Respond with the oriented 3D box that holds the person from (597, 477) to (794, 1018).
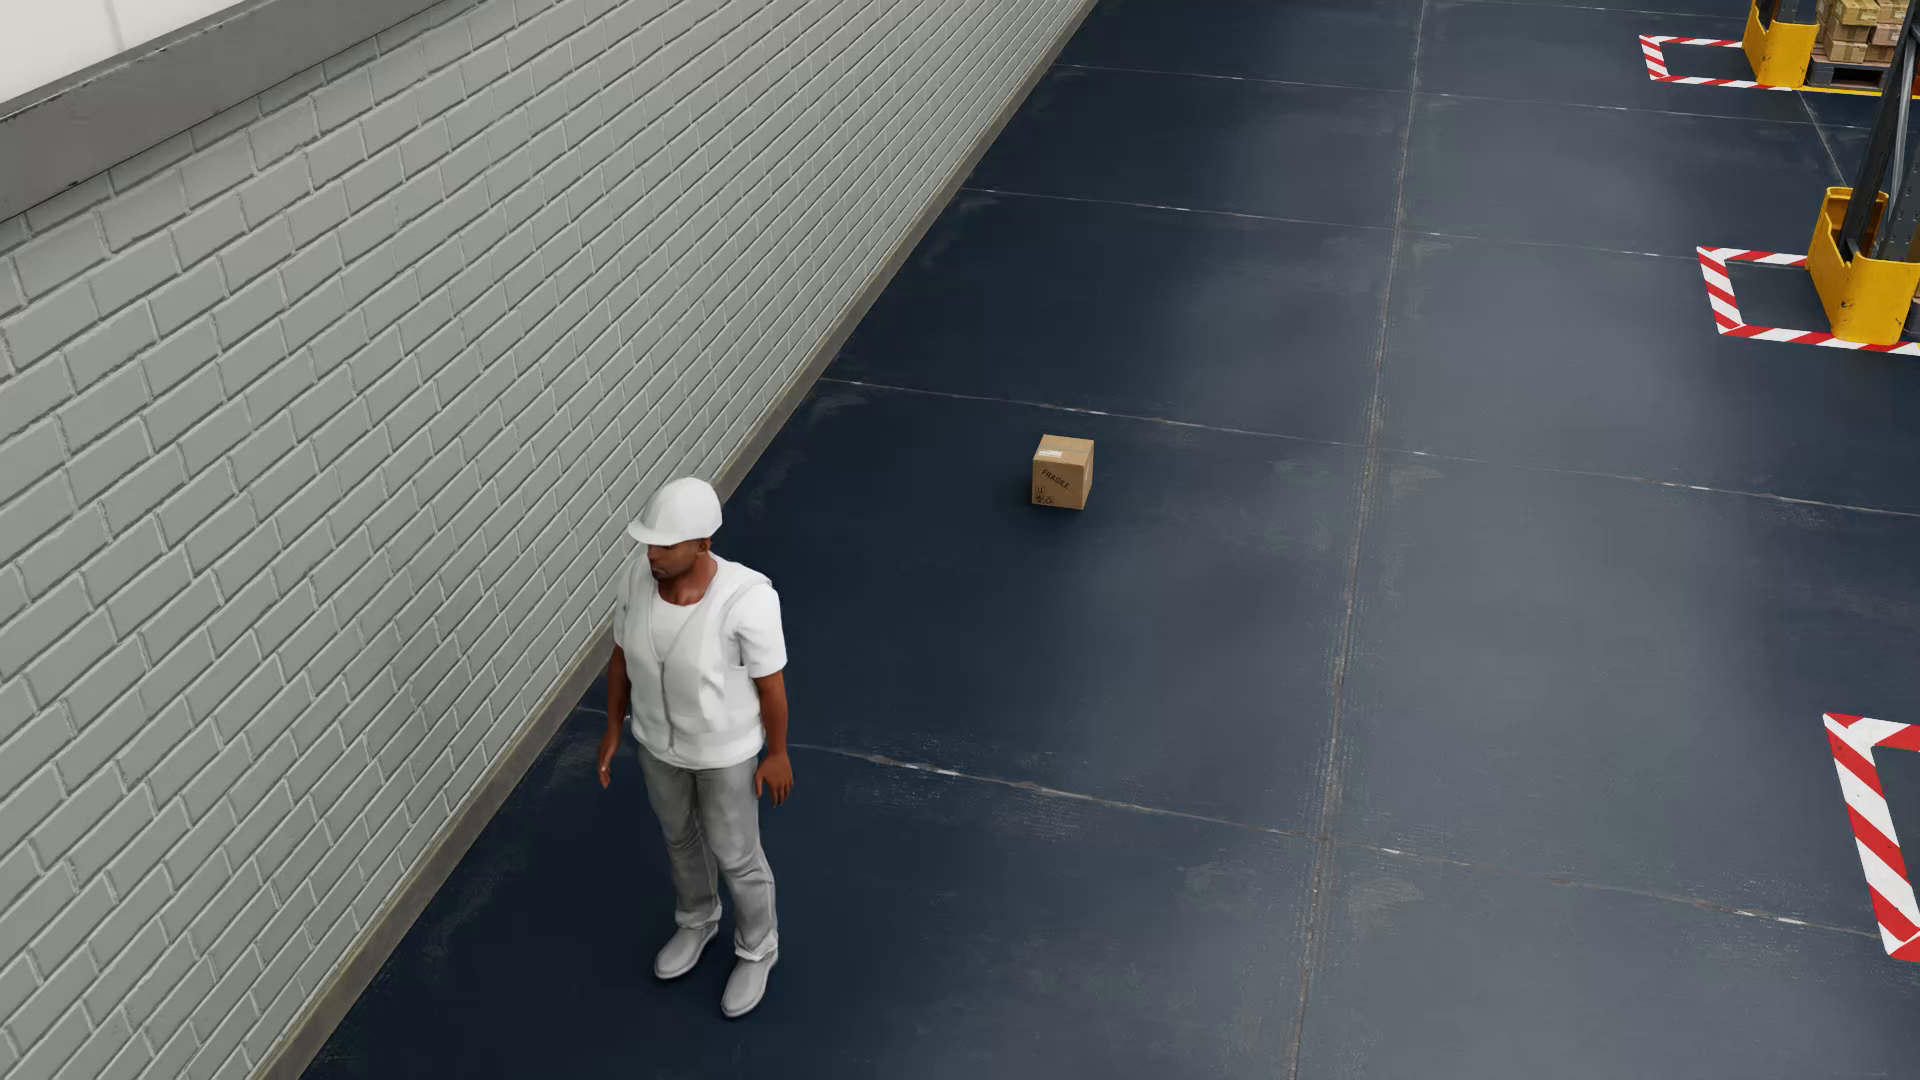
[{"bbox_3d":[-0.815,0.635,5.086,0.603,1.786,0.445,14,35,21],"label":"person"}]
